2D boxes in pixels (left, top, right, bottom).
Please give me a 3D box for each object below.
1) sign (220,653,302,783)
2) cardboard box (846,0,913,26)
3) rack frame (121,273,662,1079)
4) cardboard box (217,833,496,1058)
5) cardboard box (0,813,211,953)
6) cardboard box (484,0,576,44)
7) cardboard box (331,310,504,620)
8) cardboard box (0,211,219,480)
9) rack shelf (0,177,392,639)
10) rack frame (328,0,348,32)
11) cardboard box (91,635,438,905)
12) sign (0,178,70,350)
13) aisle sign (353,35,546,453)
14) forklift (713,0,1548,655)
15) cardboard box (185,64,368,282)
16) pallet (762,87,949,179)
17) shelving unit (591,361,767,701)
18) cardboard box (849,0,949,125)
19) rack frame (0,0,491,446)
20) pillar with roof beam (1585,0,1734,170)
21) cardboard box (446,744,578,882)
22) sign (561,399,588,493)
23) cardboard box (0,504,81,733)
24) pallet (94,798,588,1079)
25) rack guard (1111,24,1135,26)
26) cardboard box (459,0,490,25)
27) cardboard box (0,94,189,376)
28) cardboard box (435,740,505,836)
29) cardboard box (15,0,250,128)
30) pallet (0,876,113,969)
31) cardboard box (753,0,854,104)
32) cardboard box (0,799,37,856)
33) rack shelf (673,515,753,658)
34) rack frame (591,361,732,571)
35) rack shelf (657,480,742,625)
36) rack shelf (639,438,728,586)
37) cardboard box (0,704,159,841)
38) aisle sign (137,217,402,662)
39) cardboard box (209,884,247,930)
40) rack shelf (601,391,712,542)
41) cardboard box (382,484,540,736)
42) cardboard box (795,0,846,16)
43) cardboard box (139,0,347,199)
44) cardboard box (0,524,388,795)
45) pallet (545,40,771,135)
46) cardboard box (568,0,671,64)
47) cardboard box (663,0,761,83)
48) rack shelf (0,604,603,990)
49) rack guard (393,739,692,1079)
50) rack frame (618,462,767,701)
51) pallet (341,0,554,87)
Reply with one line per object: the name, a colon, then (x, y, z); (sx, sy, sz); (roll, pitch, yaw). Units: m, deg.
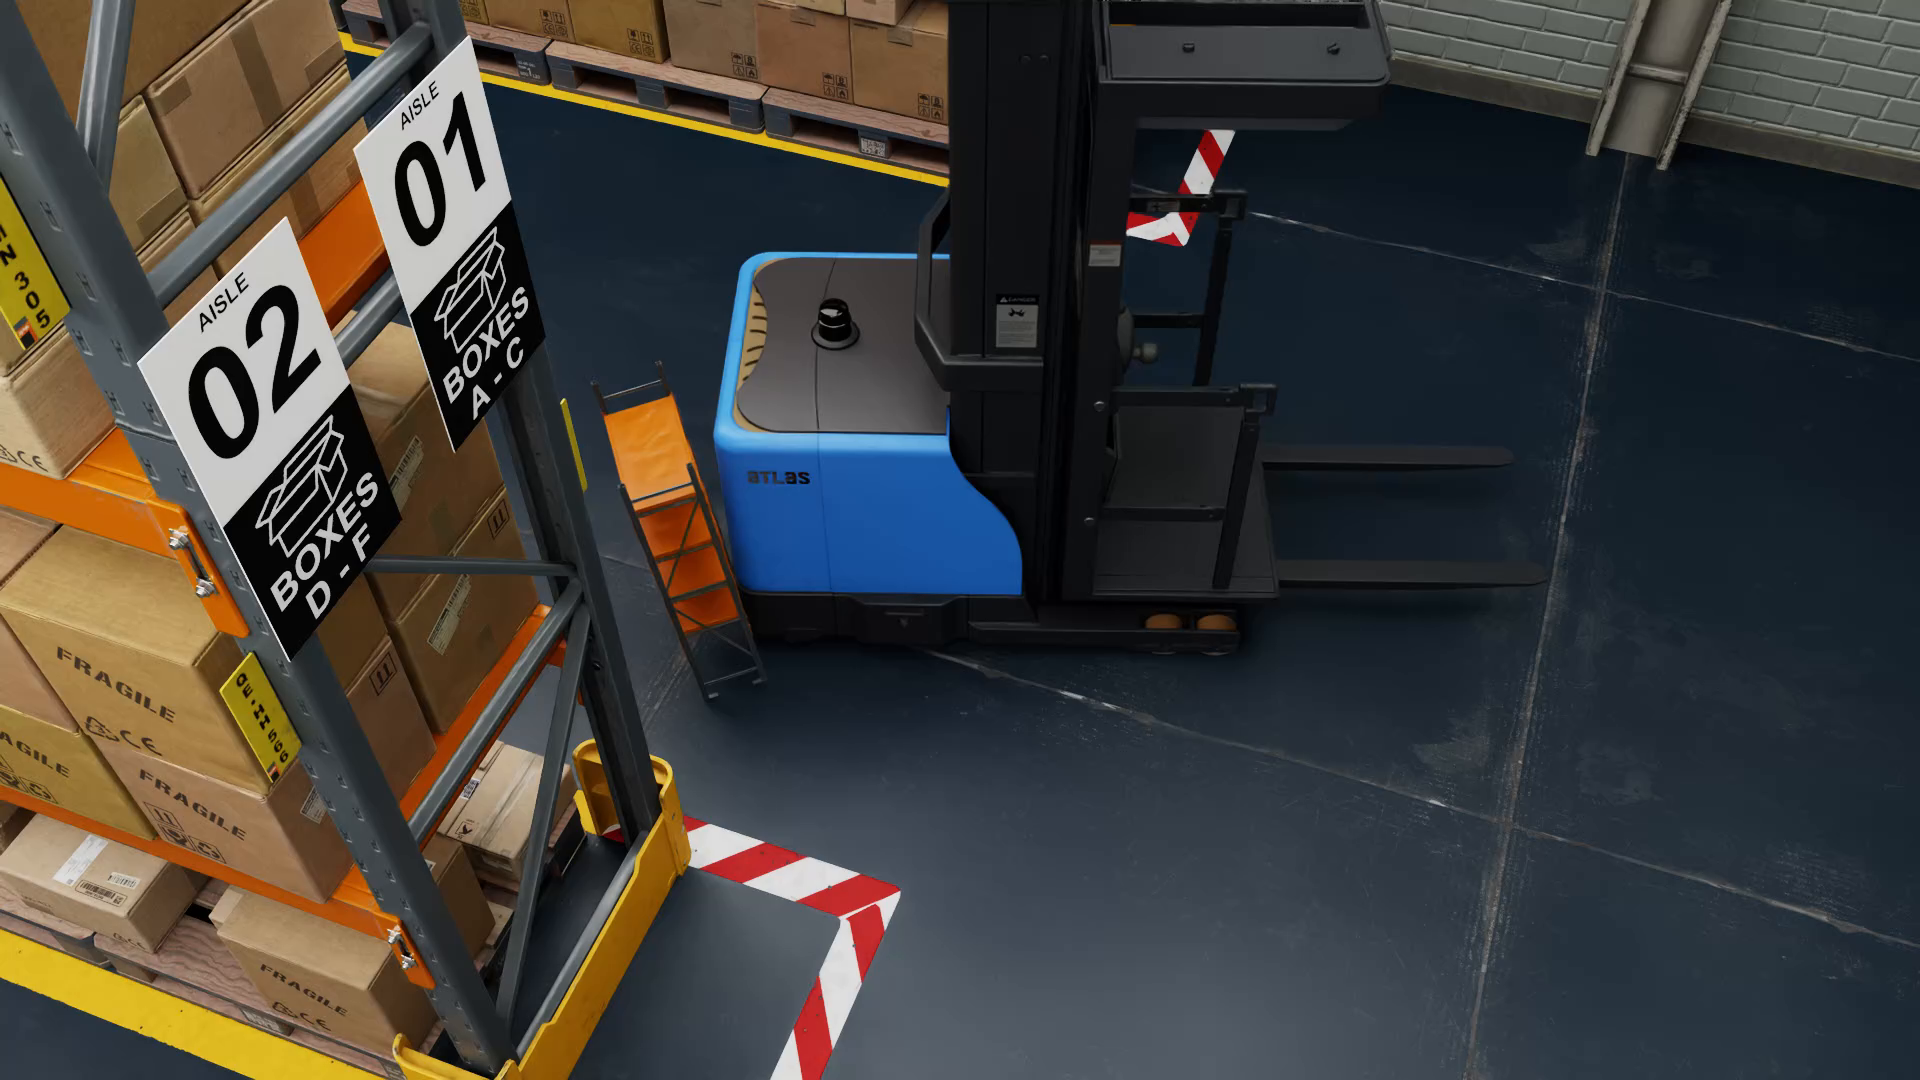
sign: (-1.402, 0.361, 3.344); (0.005, 0.325, 0.100); (16, 51, 13)
cardboard box: (-0.353, -2.605, 7.837); (0.250, 0.149, 0.380); (15, 51, 13)
rack frame: (-1.191, 0.455, 4.237); (0.127, 3.000, 1.000); (16, 51, 13)
cardboard box: (-1.786, 1.162, 4.987); (0.500, 0.500, 0.500); (16, 51, 13)
cardboard box: (-2.667, 0.974, 5.316); (0.500, 0.250, 0.500); (16, 51, 13)
cardboard box: (-2.094, -3.021, 8.626); (0.500, 0.500, 0.700); (15, 51, 13)
cardboard box: (-1.516, -0.208, 4.084); (0.500, 0.500, 0.500); (17, 51, 14)
cardboard box: (-1.764, -0.426, 3.115); (0.500, 0.250, 0.500); (16, 51, 13)
rack shelf: (-3.067, -0.815, 3.829); (4.000, 0.370, 1.077); (16, 51, 13)
rack frame: (-3.230, -4.104, 8.189); (0.127, 3.000, 1.000); (16, 51, 13)
cardboard box: (-1.706, 0.498, 4.134); (0.500, 0.500, 0.500); (17, 51, 14)
sign: (-1.402, -0.429, 2.432); (0.005, 0.325, 0.100); (16, 51, 13)
aisle sign: (-1.025, -0.586, 3.419); (0.004, 0.787, 0.394); (16, 51, 13)
forklift: (0.685, -0.936, 5.488); (3.031, 2.935, 1.130); (1, 49, 1)
cardboard box: (-1.585, -0.793, 3.433); (0.500, 0.250, 0.500); (16, 51, 13)
pallet: (-0.255, -2.298, 8.468); (1.213, 0.211, 1.003); (16, 51, 13)
shelving unit: (-0.965, -0.002, 5.808); (0.258, 1.200, 0.503); (-18, 51, -7)
cardboard box: (-0.169, -2.488, 8.164); (0.500, 0.500, 0.700); (16, 51, 13)
rack frame: (-1.191, -1.509, 1.970); (0.127, 3.000, 1.000); (16, 51, 13)
pillar with roof beam: (1.863, -1.876, 2.288); (0.400, 9.000, 9.100); (16, 51, 13)
cardboard box: (-1.465, 0.892, 5.454); (0.250, 0.149, 0.380); (16, 51, 13)
sign: (-1.003, -0.213, 4.243); (0.005, 0.325, 0.100); (16, 51, 13)
cardboard box: (-2.178, 0.042, 3.868); (0.500, 0.500, 0.500); (17, 51, 14)
pallet: (-2.011, 1.141, 5.488); (1.213, 0.211, 1.003); (16, 51, 13)
rack guard: (0.545, -2.232, 8.220); (0.348, 0.500, 1.175); (16, 51, 13)
cardboard box: (-2.564, -3.155, 8.742); (0.500, 0.500, 0.700); (16, 51, 14)
cardboard box: (-1.761, -0.595, 2.931); (0.500, 0.250, 0.500); (16, 51, 13)
cardboard box: (-1.699, 0.821, 5.504); (0.250, 0.166, 0.380); (16, 51, 13)
cardboard box: (-1.679, -1.010, 2.794); (0.500, 0.500, 0.700); (16, 51, 13)
pallet: (-3.151, 0.820, 5.766); (1.213, 0.211, 1.003); (16, 51, 13)
cardboard box: (-0.639, -2.619, 8.278); (0.500, 0.500, 0.700); (15, 51, 13)
cardboard box: (-3.179, 0.570, 5.499); (0.637, 0.503, 0.797); (16, 51, 13)
rack shelf: (-0.937, 0.164, 6.014); (0.258, 0.148, 0.480); (-18, 51, -7)
rack frame: (-1.041, -0.177, 5.960); (0.240, 1.200, 0.015); (-18, 51, -7)
rack shelf: (-0.958, 0.040, 5.860); (0.258, 0.148, 0.480); (-18, 51, -7)
rack shelf: (-0.981, -0.100, 5.688); (0.258, 0.148, 0.480); (-18, 51, -7)
cardboard box: (-2.193, 0.365, 4.249); (0.500, 0.500, 0.500); (16, 51, 13)
aisle sign: (-1.233, -0.161, 3.051); (0.004, 0.787, 0.394); (16, 51, 13)
cardboard box: (-2.135, 1.102, 5.261); (0.250, 0.166, 0.380); (16, 51, 13)
rack shelf: (-1.006, -0.248, 5.505); (0.258, 0.148, 0.480); (-18, 51, -7)
cardboard box: (-1.516, 0.120, 4.462); (0.500, 0.500, 0.500); (17, 51, 14)
cardboard box: (-0.593, -2.672, 7.894); (0.250, 0.149, 0.380); (17, 51, 14)
cardboard box: (-1.583, -0.961, 3.248); (0.500, 0.250, 0.500); (16, 51, 13)
cardboard box: (-1.704, 0.174, 3.753); (0.500, 0.500, 0.500); (15, 51, 13)
pallet: (-1.396, -2.618, 8.746); (1.213, 0.211, 1.003); (16, 51, 13)
cardboard box: (-1.613, -2.885, 8.508); (0.500, 0.500, 0.700); (17, 51, 14)
cardboard box: (-1.111, -2.751, 8.392); (0.500, 0.500, 0.700); (14, 51, 12)
rack shelf: (-3.067, 0.167, 4.963); (4.000, 0.370, 1.077); (16, 51, 13)
rack guard: (-1.262, 1.254, 5.199); (0.348, 0.500, 1.175); (16, 51, 13)
rack frame: (-0.889, 0.173, 5.656); (0.240, 1.200, 0.015); (-18, 51, -7)
pallet: (-2.544, -2.937, 9.022); (1.213, 0.211, 1.003); (16, 51, 13)
